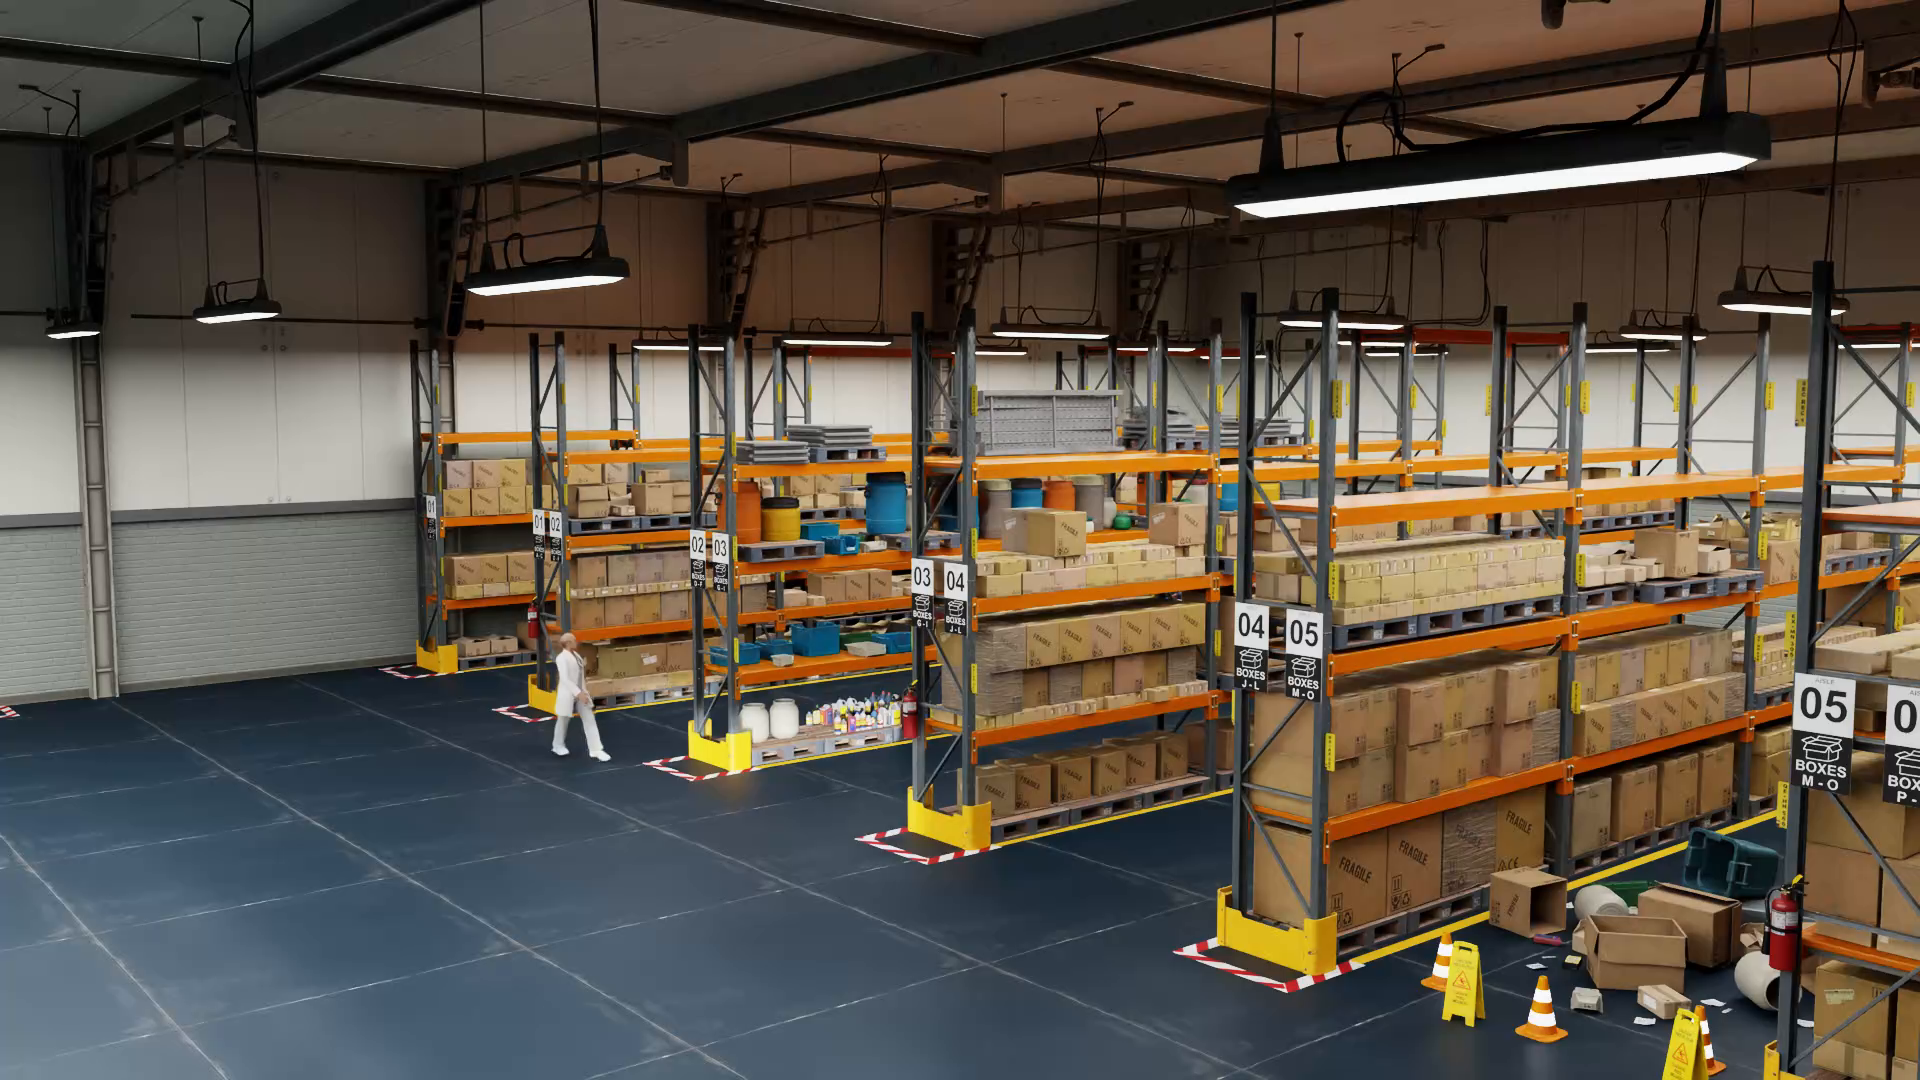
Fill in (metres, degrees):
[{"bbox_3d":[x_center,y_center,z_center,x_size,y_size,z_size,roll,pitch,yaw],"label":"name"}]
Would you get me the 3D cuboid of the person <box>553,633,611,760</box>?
[{"bbox_3d":[-5.296,2.153,22.893,1.063,1.717,0.552,5,7,42],"label":"person"}]
